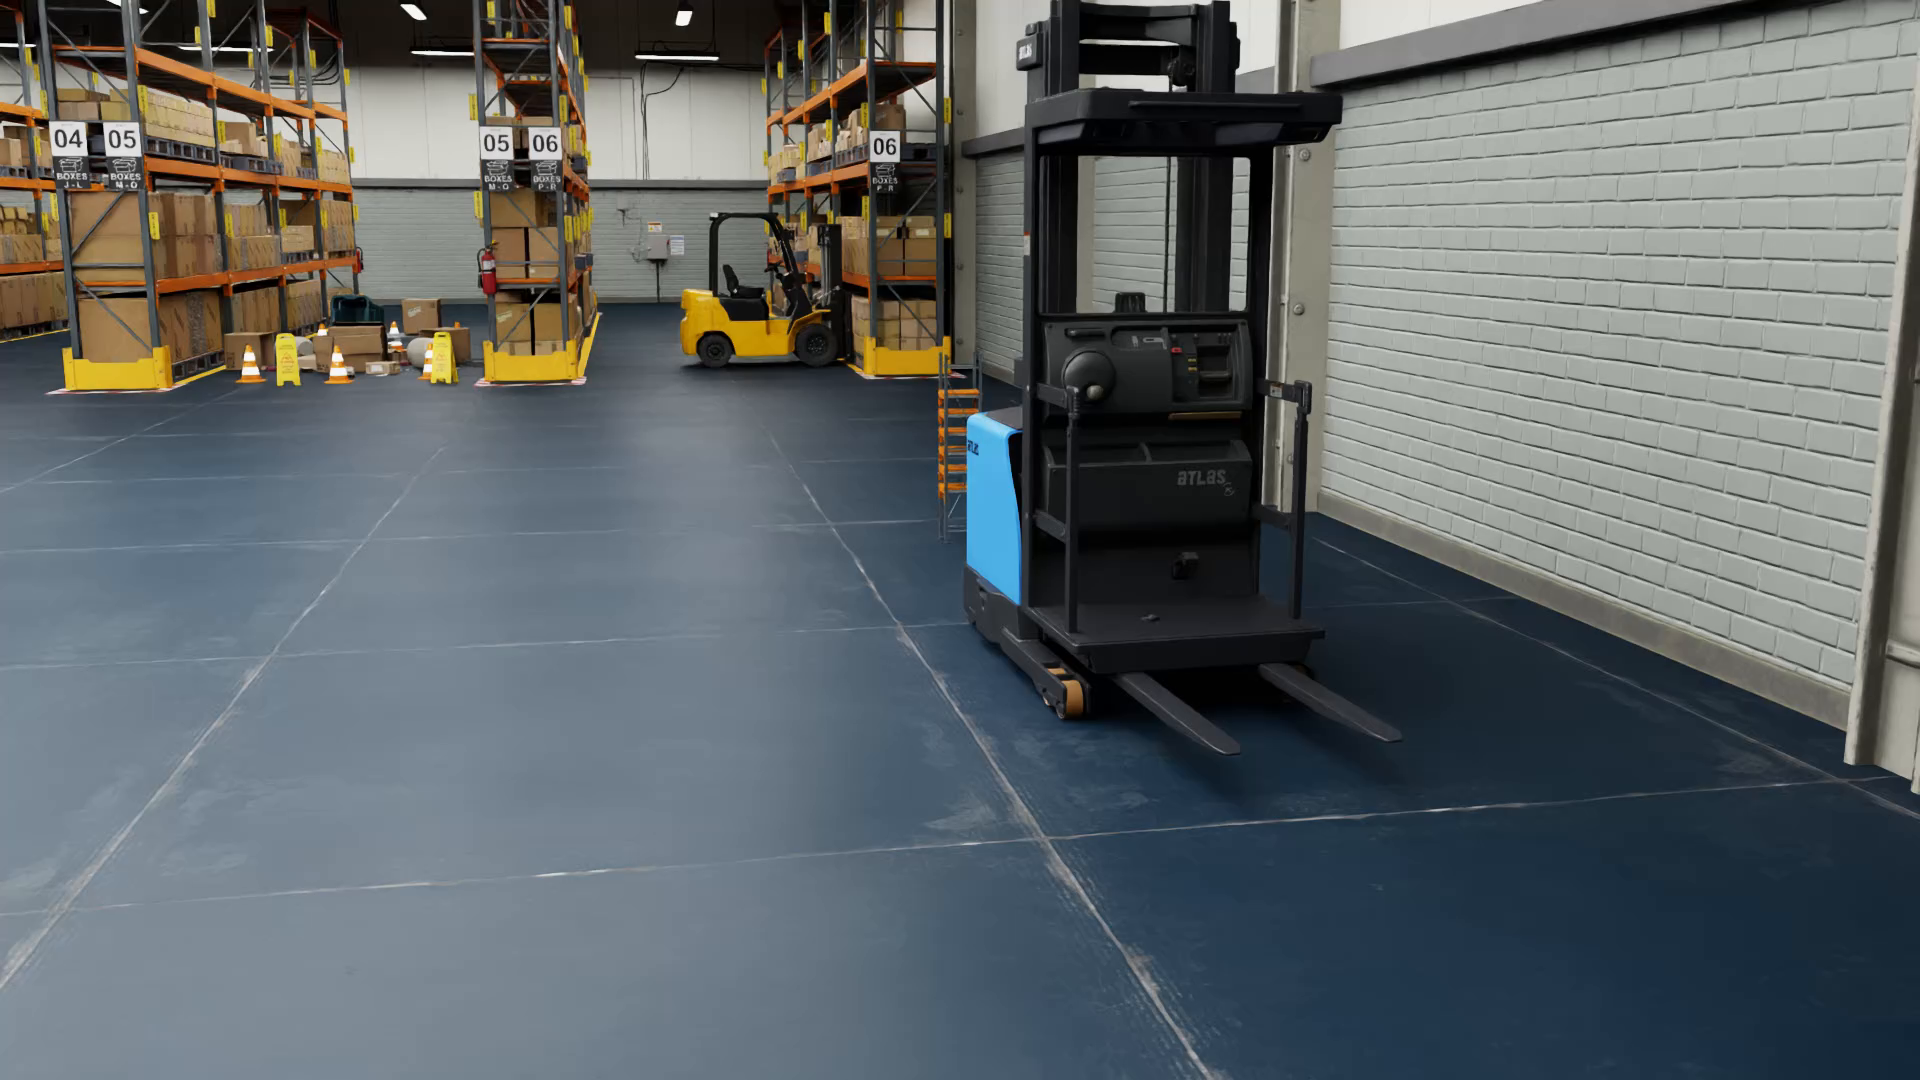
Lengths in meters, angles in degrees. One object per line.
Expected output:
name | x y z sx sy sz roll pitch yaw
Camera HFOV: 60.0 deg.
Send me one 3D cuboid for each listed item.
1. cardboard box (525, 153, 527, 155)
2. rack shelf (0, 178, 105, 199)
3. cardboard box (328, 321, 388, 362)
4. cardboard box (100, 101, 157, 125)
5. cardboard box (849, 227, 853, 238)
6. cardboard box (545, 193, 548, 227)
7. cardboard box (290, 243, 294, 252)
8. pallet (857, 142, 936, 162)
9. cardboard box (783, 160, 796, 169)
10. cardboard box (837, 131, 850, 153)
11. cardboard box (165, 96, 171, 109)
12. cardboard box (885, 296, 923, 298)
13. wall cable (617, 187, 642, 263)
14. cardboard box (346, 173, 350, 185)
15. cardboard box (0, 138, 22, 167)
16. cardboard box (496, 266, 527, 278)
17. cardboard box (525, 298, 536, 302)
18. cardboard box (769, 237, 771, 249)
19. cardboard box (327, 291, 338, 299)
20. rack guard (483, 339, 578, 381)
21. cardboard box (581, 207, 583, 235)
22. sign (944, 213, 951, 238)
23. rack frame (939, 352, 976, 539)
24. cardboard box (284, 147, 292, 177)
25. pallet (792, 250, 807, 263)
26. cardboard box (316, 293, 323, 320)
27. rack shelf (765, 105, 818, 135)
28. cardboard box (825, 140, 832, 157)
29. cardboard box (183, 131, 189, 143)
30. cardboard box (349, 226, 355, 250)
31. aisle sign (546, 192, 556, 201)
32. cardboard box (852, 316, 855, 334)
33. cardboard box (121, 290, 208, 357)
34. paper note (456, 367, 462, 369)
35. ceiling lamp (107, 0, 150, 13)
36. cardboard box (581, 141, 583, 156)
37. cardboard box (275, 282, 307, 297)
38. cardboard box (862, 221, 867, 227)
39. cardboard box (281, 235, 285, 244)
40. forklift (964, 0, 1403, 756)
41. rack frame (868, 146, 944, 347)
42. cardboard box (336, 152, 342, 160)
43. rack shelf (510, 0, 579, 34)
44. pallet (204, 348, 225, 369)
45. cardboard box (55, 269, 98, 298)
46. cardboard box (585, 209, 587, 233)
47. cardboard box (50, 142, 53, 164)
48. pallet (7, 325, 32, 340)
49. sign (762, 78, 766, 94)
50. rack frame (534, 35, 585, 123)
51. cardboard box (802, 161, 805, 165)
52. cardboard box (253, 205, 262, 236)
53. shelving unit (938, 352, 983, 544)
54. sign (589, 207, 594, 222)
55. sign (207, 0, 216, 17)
cardboard box | -6.251 -5.476 23.026 0.500 0.250 0.500 -2 11 -10
rack shelf | -18.028 -6.893 32.792 1.077 0.370 4.000 -2 11 -11
cardboard box | -8.600 -2.807 23.737 0.797 0.637 0.503 -2 11 -11
cardboard box | -10.263 -5.266 20.536 0.500 0.250 0.500 -2 11 -11
cardboard box | -1.409 -4.496 24.293 0.380 0.149 0.250 -2 11 -12
cardboard box | -6.490 -4.897 24.667 0.700 0.500 0.500 -2 11 -12
cardboard box | -12.079 -5.204 29.562 0.380 0.149 0.250 -2 11 -9
pallet | -0.829 -5.308 22.774 1.003 0.211 1.213 -2 11 -11
cardboard box | -3.255 -7.343 32.513 0.380 0.149 0.250 -2 11 -10
cardboard box | -1.572 -6.004 25.046 0.500 0.311 0.500 -2 11 -10
cardboard box | -10.370 -5.624 21.347 0.380 0.149 0.250 -2 11 -12
cardboard box | -0.812 -3.372 23.949 0.500 0.250 0.500 -2 11 -11
wall cable | -8.427 -8.086 42.442 0.588 1.984 0.122 -2 11 -11
cardboard box | -13.185 -7.628 35.129 0.500 0.250 0.500 -2 11 -12
cardboard box | -17.517 -7.029 30.192 0.700 0.500 0.500 -2 11 -10
cardboard box | -5.867 -3.503 21.751 0.380 0.149 0.250 -2 11 -9
cardboard box | -6.192 -3.116 23.268 0.500 0.500 0.500 -2 11 -12
cardboard box | -4.004 -6.661 37.275 0.500 0.250 0.500 -2 11 -11
cardboard box | -12.754 -4.931 33.490 0.380 0.149 0.250 -2 11 -10
rack guard | -5.600 -2.352 21.715 1.175 0.500 0.348 -2 11 -11
cardboard box | -7.188 -5.859 30.514 0.500 0.500 0.500 -2 11 -9
sign | -0.171 -4.230 22.372 0.100 0.325 0.005 -2 11 -11
rack frame | -0.015 -0.604 10.659 0.240 1.200 0.006 -2 11 -11
cardboard box | -11.931 -6.563 28.866 0.500 0.500 0.500 -2 11 -11
pallet | -2.473 -5.242 30.727 1.213 0.211 1.003 -2 11 -11
cardboard box | -12.363 -4.420 31.458 0.500 0.500 0.500 -2 11 -12
rack shelf | -3.439 -8.907 35.357 1.077 0.370 4.000 -2 11 -11
cardboard box | -1.874 -6.290 26.545 0.500 0.311 0.500 -2 11 -13
cardboard box | -10.516 -5.371 22.154 0.380 0.149 0.250 -2 11 -11
cardboard box | -13.193 -6.424 35.362 0.500 0.500 0.500 -2 11 -10
aisle sign | -8.995 -7.780 36.597 0.394 0.787 0.004 -2 11 -11
cardboard box | -1.326 -3.112 23.919 0.500 0.250 0.500 -2 11 -12
cardboard box | -10.966 -2.980 22.892 0.875 0.875 0.875 -2 11 -11
paper note | -7.069 -2.416 23.310 0.142 0.019 0.148 -6 13 -31
ceiling lamp | -14.774 -11.168 29.694 0.800 3.185 2.000 -2 11 -11
cardboard box | -6.183 -6.120 26.085 0.500 0.250 0.500 -2 11 -12
cardboard box | -12.056 -4.501 29.877 0.500 0.250 0.500 -2 11 -11
cardboard box | -1.149 -4.410 23.046 0.380 0.149 0.250 -2 11 -10
cardboard box | -11.928 -5.209 28.795 0.380 0.149 0.250 -2 11 -8
forklift | 0.868 -0.781 6.959 1.130 2.935 3.031 -3 11 -14
rack frame | -0.717 -3.747 22.360 1.000 3.000 0.127 -2 11 -11
cardboard box | -13.019 -7.952 34.431 0.380 0.149 0.250 -2 11 -10
rack shelf | -7.530 -9.626 30.240 1.077 0.370 4.000 -2 11 -11
pallet | -11.127 -2.589 23.733 1.003 0.211 1.213 -2 11 -11
cardboard box | -18.037 -5.021 33.614 0.875 0.875 0.875 -2 11 -11
cardboard box | -7.866 -6.496 33.862 0.500 0.500 0.500 -2 11 -12
cardboard box | -17.913 -7.525 32.532 0.700 0.500 0.500 -2 11 -9
pallet | -17.175 -3.673 29.432 1.003 0.211 1.213 -2 11 -11
sign | -4.361 -10.107 37.019 0.100 0.325 0.005 -2 11 -11
rack frame | -8.697 -9.447 36.265 1.000 3.000 0.127 -2 11 -11
cardboard box | -2.726 -7.008 30.804 0.380 0.149 0.250 -2 11 -11
cardboard box | -11.799 -5.199 27.050 0.700 0.500 0.500 -2 11 -12
shelving unit | 0.003 -0.587 10.570 0.258 1.200 0.189 -2 11 -11
sign | -8.162 -7.203 36.786 0.100 0.325 0.005 -2 11 -11
sign | -10.649 -7.600 23.639 0.100 0.325 0.005 -2 11 -11
